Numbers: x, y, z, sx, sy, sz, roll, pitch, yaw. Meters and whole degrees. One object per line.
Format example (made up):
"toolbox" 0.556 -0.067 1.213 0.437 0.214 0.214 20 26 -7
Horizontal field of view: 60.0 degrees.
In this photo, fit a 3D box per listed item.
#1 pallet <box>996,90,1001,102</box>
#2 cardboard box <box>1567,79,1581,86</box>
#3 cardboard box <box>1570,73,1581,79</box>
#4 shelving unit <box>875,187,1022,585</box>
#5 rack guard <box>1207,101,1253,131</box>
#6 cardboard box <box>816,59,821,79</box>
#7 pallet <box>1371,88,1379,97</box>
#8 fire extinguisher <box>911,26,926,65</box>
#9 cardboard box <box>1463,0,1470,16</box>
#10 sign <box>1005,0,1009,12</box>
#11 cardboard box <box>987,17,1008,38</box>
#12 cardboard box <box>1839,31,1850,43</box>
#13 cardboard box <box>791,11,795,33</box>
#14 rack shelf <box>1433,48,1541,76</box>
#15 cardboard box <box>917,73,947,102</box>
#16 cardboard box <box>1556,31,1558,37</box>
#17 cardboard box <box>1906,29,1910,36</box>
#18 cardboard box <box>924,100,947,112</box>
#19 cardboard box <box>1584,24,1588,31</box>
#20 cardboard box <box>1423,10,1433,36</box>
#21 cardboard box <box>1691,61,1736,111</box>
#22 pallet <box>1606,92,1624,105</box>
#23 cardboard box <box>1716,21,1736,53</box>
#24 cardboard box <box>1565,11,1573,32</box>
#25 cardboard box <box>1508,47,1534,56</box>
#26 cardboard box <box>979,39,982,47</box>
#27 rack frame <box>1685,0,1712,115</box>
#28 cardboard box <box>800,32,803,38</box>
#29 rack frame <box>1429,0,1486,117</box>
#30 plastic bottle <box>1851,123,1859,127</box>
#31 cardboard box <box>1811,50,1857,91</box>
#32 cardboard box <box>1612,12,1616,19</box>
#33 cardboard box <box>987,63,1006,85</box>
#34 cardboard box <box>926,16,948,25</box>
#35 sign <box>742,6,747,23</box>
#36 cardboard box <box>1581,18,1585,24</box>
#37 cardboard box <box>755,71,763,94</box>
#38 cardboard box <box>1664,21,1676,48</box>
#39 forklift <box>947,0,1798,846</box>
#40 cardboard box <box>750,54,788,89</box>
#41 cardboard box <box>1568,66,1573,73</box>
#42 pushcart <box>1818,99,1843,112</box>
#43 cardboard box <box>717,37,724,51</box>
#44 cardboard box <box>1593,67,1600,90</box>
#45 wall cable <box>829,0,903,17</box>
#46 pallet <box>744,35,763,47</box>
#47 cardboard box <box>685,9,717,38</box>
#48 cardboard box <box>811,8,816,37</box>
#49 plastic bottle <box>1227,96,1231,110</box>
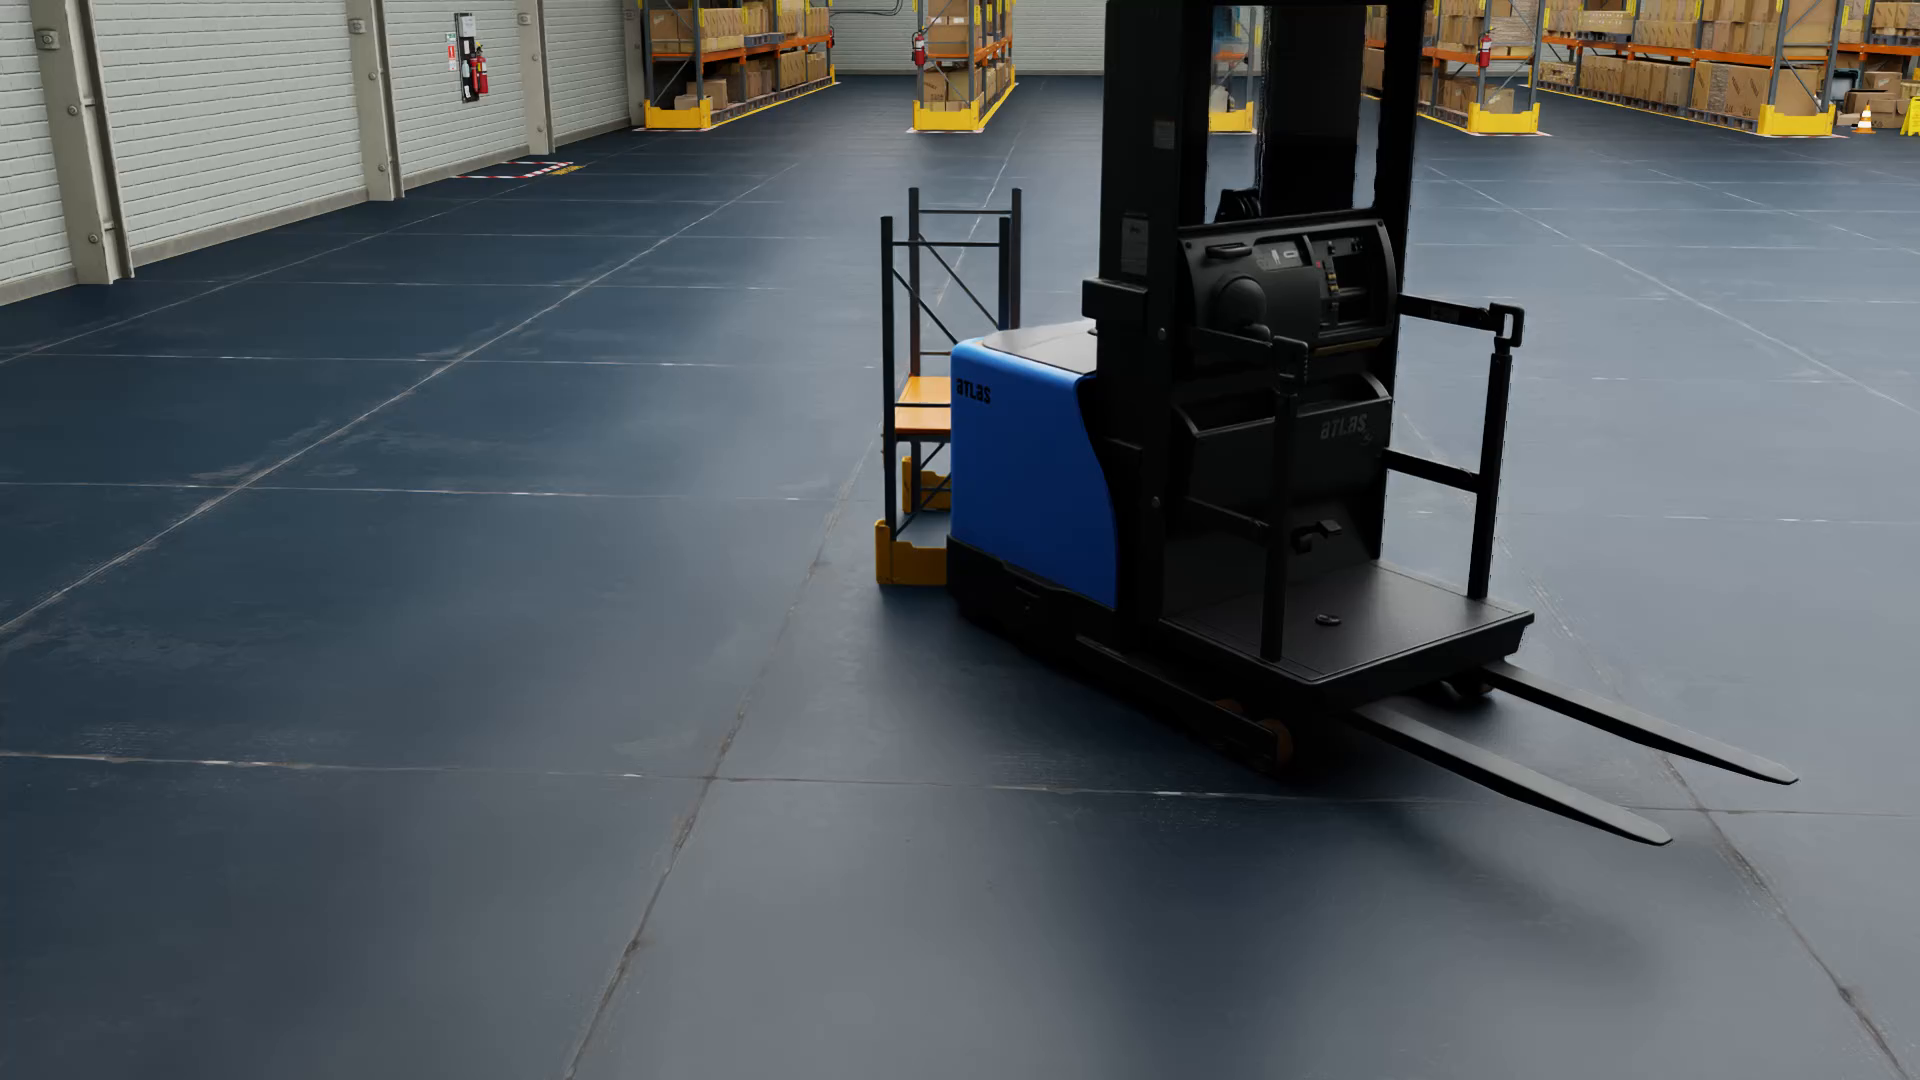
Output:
"pallet" 0.415 -10.277 38.447 1.003 0.211 1.213 1 18 4
"cardboard box" 15.120 -11.223 40.760 0.380 0.149 0.250 2 18 5
"cardboard box" 15.137 -11.340 40.639 0.380 0.149 0.250 2 18 5
"shelving unit" -0.015 -0.694 7.132 0.587 1.500 1.083 1 18 4
"rack guard" 4.649 -7.611 29.848 1.175 0.500 0.348 1 18 4
"cardboard box" -4.065 -12.445 43.927 0.700 0.500 0.500 1 18 2
"pallet" 10.511 -10.824 40.118 1.003 0.211 1.213 1 18 4
"fire extinguisher" -0.721 -8.823 29.657 0.296 0.674 0.183 1 18 4
"cardboard box" 9.492 -9.815 30.315 0.500 0.500 0.500 1 18 4
"sign" 1.165 -13.152 40.884 0.100 0.325 0.005 1 18 4
"cardboard box" 0.919 -12.813 41.548 0.500 0.500 0.500 2 18 5
"cardboard box" 19.887 -11.178 36.960 0.500 0.250 0.500 2 18 5
"cardboard box" -4.214 -12.302 39.480 0.500 0.500 0.500 2 18 5
"rack shelf" 9.774 -8.943 31.054 1.077 0.370 4.000 1 18 4
"cardboard box" -0.508 -8.309 30.499 0.500 0.500 0.500 1 18 4
"cardboard box" 15.307 -12.793 42.051 0.380 0.149 0.250 2 18 6
"cardboard box" 19.800 -10.489 34.347 0.380 0.149 0.250 2 18 6
"cardboard box" -0.506 -7.952 30.616 0.500 0.250 0.500 1 18 4
"cardboard box" 14.908 -12.053 39.119 0.380 0.149 0.250 1 18 4
"cardboard box" 9.950 -10.695 34.406 0.797 0.503 0.637 3 18 10
"cardboard box" 14.743 -8.760 32.078 0.875 0.875 0.875 2 18 5
"pallet" 15.202 -9.924 37.370 1.003 0.211 1.213 1 18 4
"cardboard box" 14.670 -9.384 31.004 0.875 0.550 0.550 1 18 4
"cardboard box" 15.222 -12.755 40.895 0.500 0.500 0.500 1 18 2
"cardboard box" 9.889 -8.628 29.339 0.380 0.149 0.250 1 18 4
"cardboard box" 0.305 -10.280 34.381 0.380 0.149 0.250 1 18 4
"rack frame" 14.858 -9.764 32.404 1.000 3.000 0.127 1 18 4
"cardboard box" -4.067 -12.422 40.888 0.380 0.149 0.250 2 18 5
"rack frame" 9.918 -9.906 32.838 1.000 3.000 0.127 1 18 4
"plastic bottle" 16.559 -7.653 30.682 0.133 0.061 0.283 -5 19 -15
"cardboard box" 20.354 -10.884 38.561 0.875 0.875 0.875 2 18 6
"cardboard box" 14.761 -11.691 37.059 0.380 0.149 0.250 2 18 6
"cardboard box" 0.861 -11.475 40.932 0.500 0.500 0.500 1 18 4
"cardboard box" -0.412 -9.365 29.983 0.380 0.149 0.250 1 18 3
"sign" -4.362 -10.640 33.686 0.100 0.325 0.005 1 18 4
"cardboard box" 14.928 -12.278 39.326 0.380 0.149 0.250 1 18 3
"cardboard box" -4.770 -10.119 36.796 0.700 0.500 0.500 1 18 4
"cardboard box" 14.701 -10.293 33.859 0.500 0.500 0.500 1 18 4
"forklift" 1.209 -0.837 5.271 1.130 2.935 3.031 -12 22 -33
"cardboard box" -4.434 -10.884 38.599 0.750 0.750 0.750 1 18 3
"cardboard box" 15.176 -11.573 40.873 0.380 0.149 0.250 2 18 5
"pushcart" 17.525 -8.474 32.679 1.648 0.377 0.936 -5 19 -15
"cardboard box" -4.774 -9.398 31.496 0.500 0.250 0.500 1 18 3
"cardboard box" 15.053 -10.709 38.629 0.500 0.500 0.500 2 18 5
"wall cable" -3.282 -17.089 50.110 3.097 2.526 0.112 1 18 4
"pallet" -4.704 -10.381 34.595 1.003 0.211 1.213 1 18 4
"cardboard box" -4.811 -9.585 30.862 0.500 0.500 0.500 1 18 4
"cardboard box" -4.218 -13.260 42.591 0.980 0.700 0.700 1 18 3
"plastic bottle" 5.156 -8.350 31.762 0.097 0.271 0.097 0 18 0
